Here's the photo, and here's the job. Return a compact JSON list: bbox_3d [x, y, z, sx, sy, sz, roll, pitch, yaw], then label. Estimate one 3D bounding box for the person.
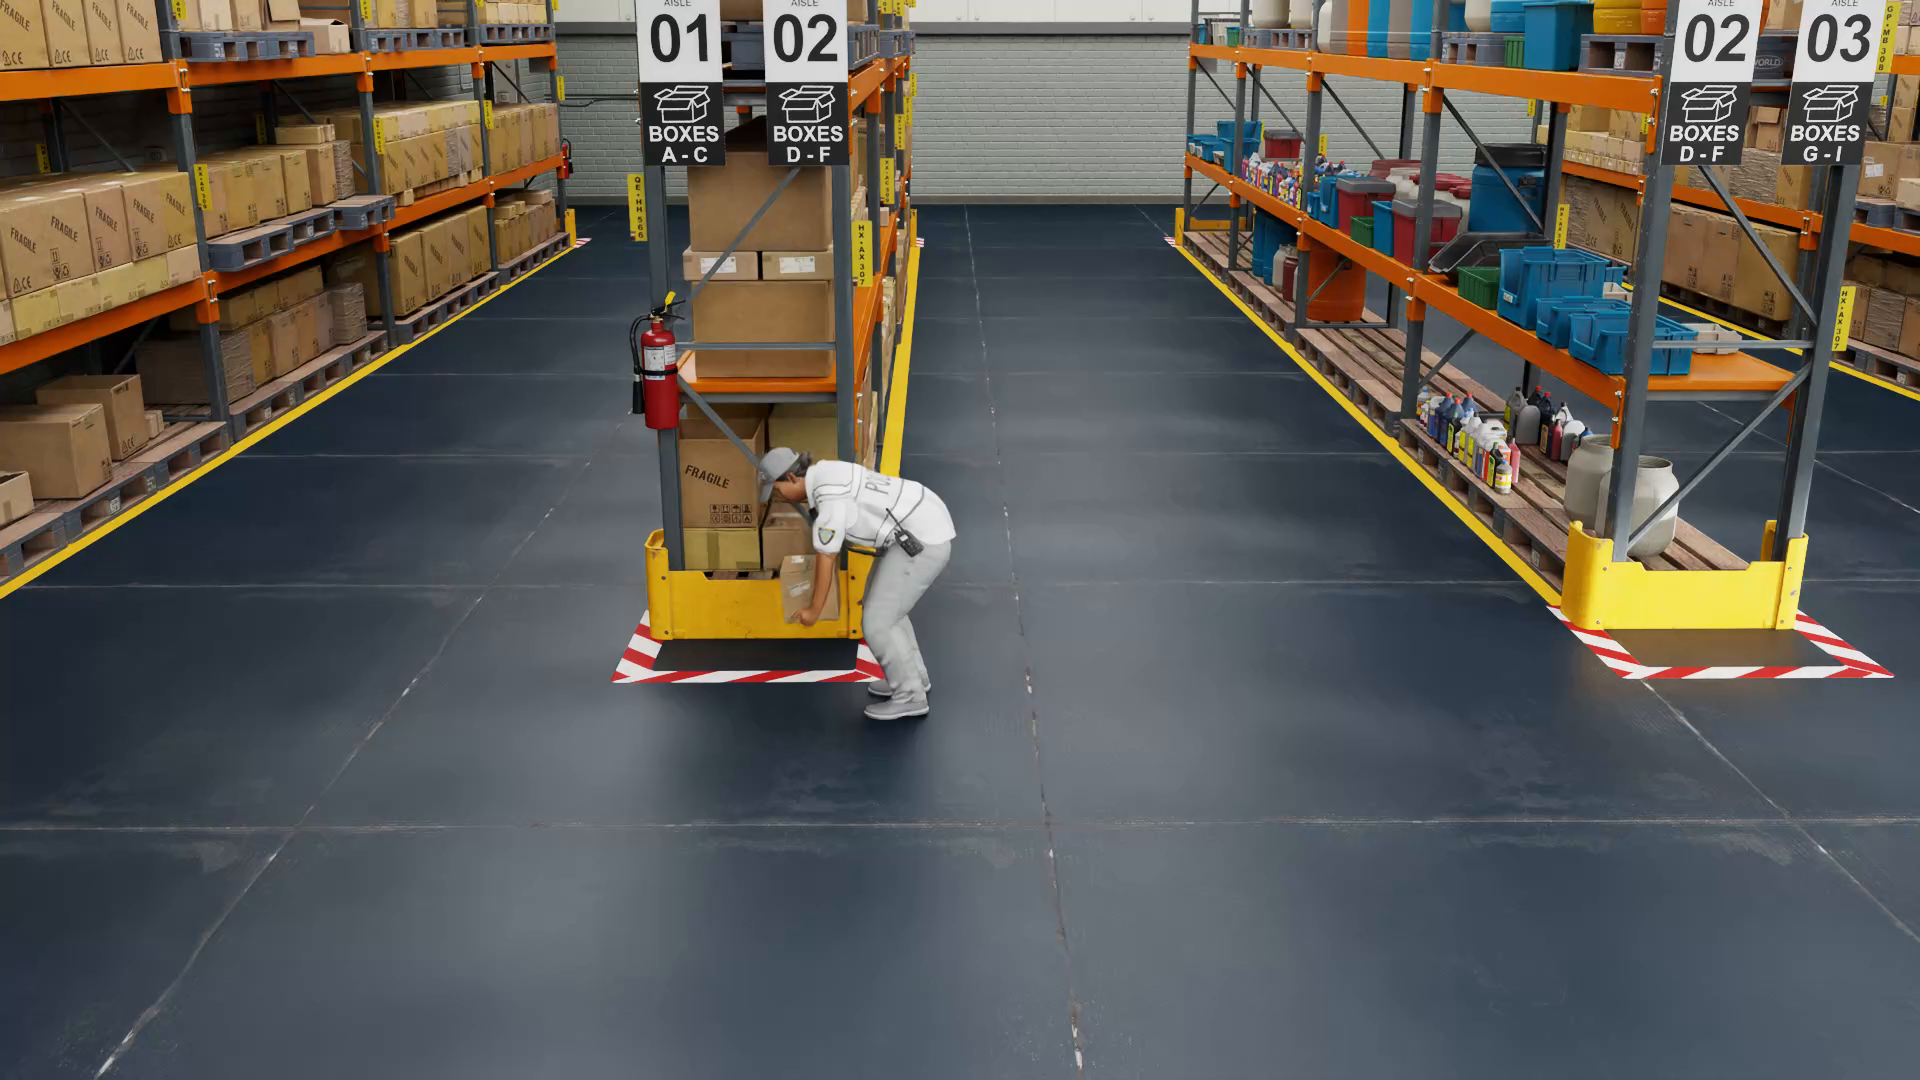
[{"bbox_3d":[-0.466,0.178,7.668,0.893,1.257,0.477,-1,17,-3],"label":"person"}]
